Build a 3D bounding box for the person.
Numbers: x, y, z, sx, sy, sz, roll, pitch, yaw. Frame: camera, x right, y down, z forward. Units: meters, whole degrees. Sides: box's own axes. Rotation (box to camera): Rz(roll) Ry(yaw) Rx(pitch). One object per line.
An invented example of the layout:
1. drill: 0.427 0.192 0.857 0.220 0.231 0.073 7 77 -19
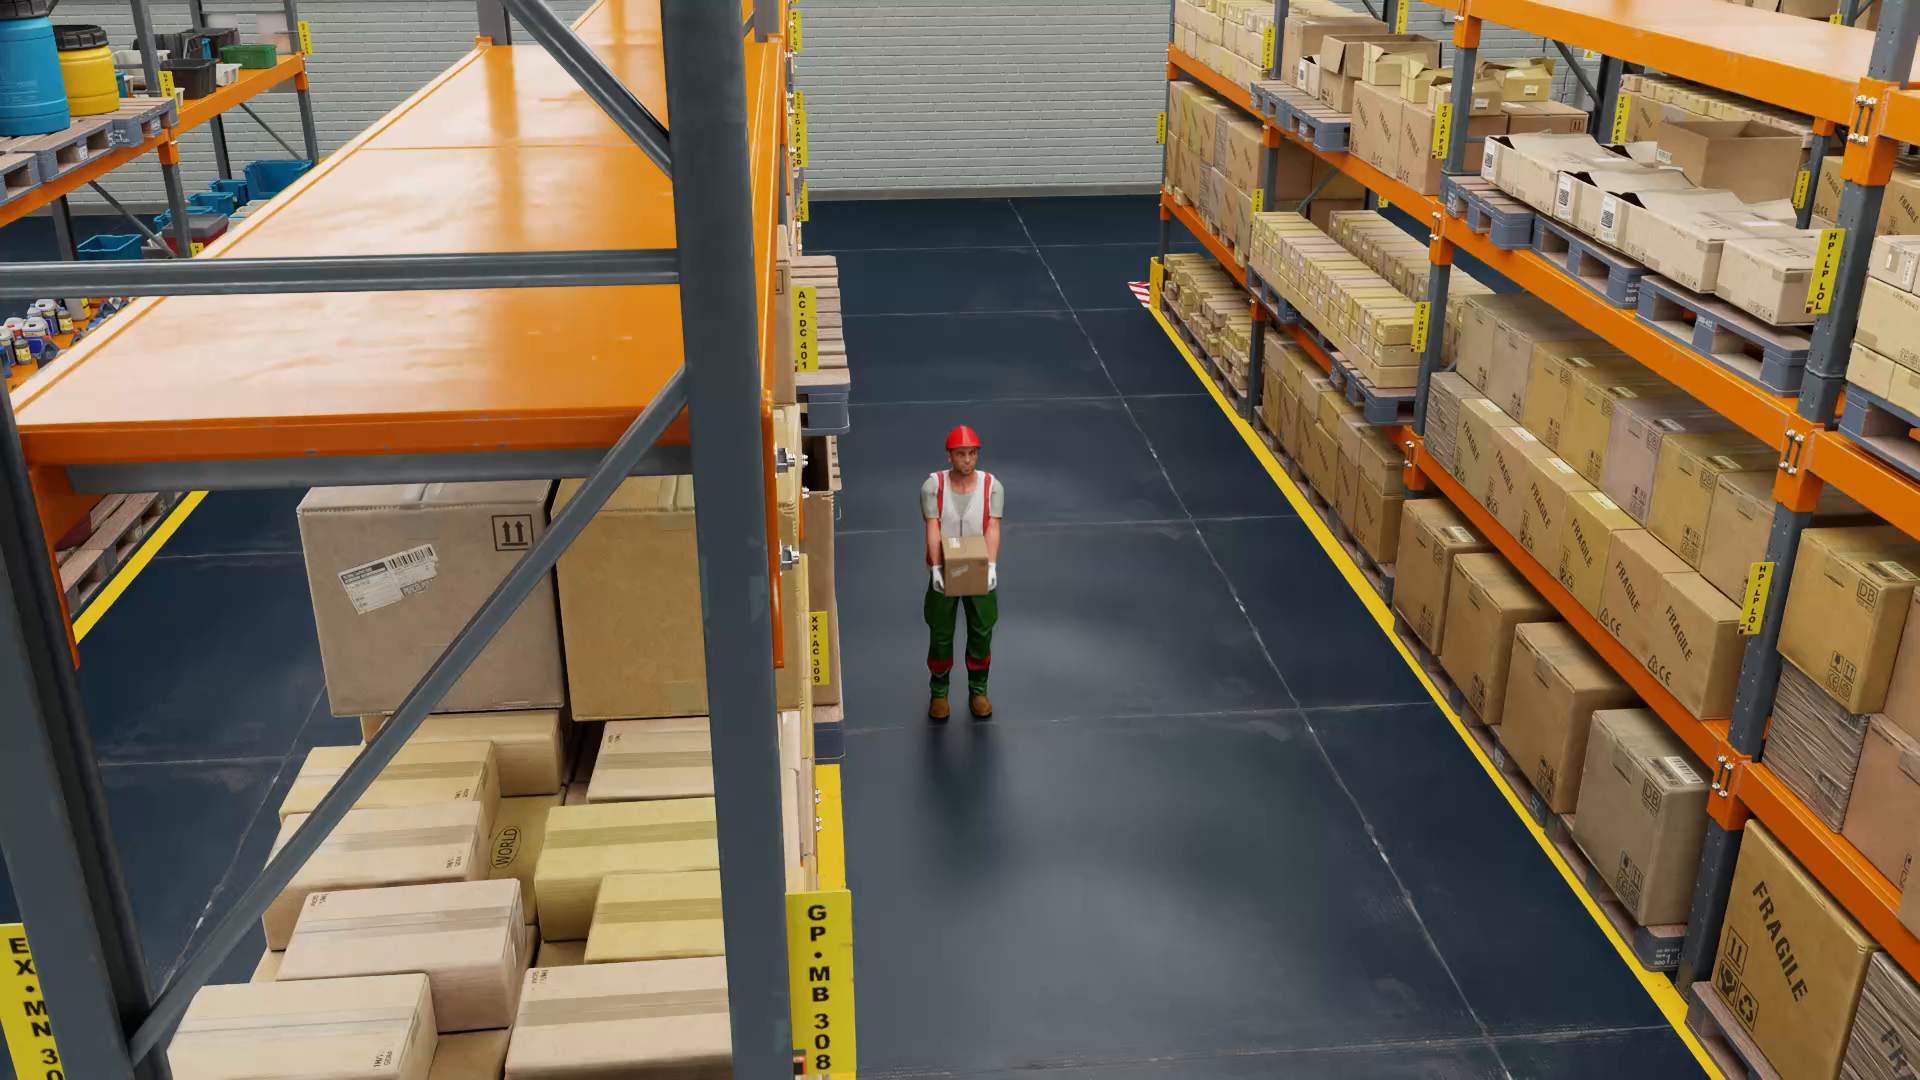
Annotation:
1. person: 0.024 0.234 9.769 0.494 1.783 0.572 -2 24 -5
